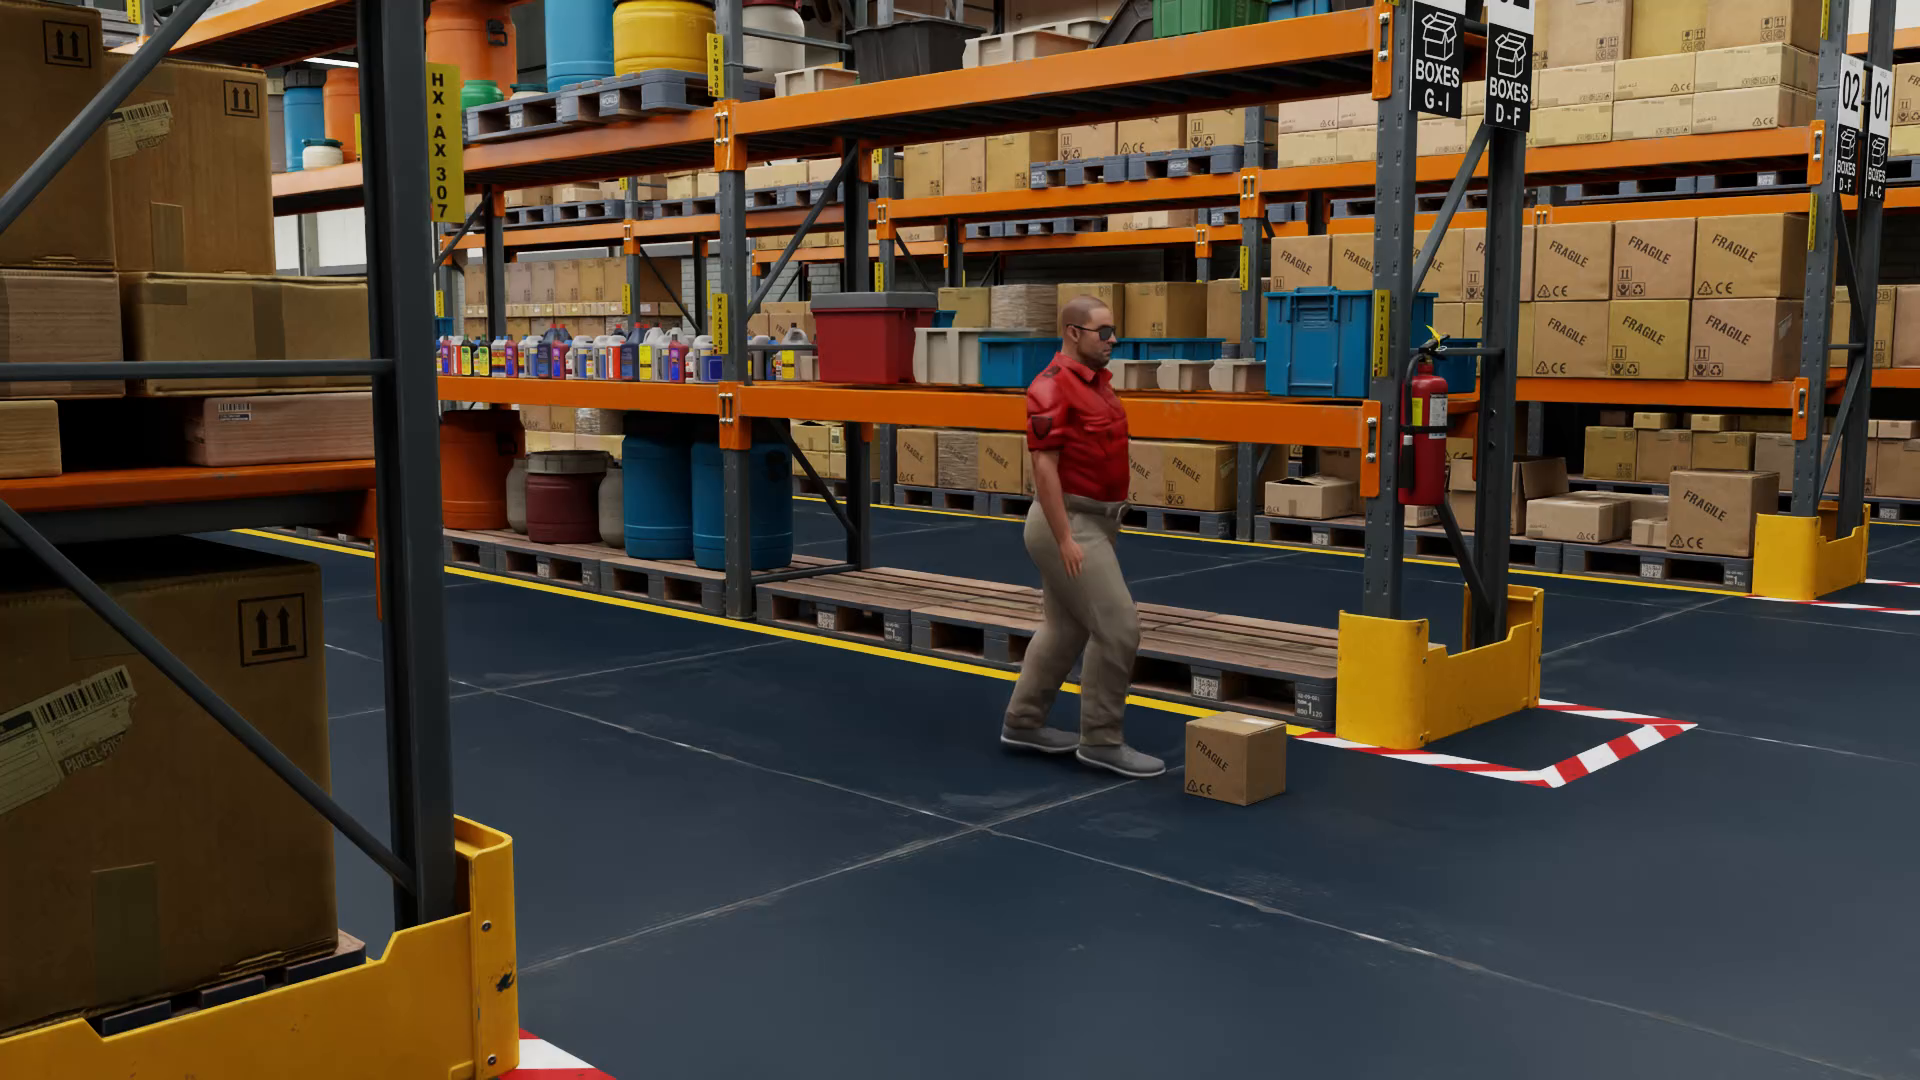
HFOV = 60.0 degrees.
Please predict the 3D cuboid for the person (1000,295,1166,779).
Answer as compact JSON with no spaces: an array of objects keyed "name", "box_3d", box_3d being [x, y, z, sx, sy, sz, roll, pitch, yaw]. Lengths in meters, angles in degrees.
[{"name":"person","box_3d":[0.435,-0.016,6.015,0.667,1.719,0.538,3,8,23]}]
